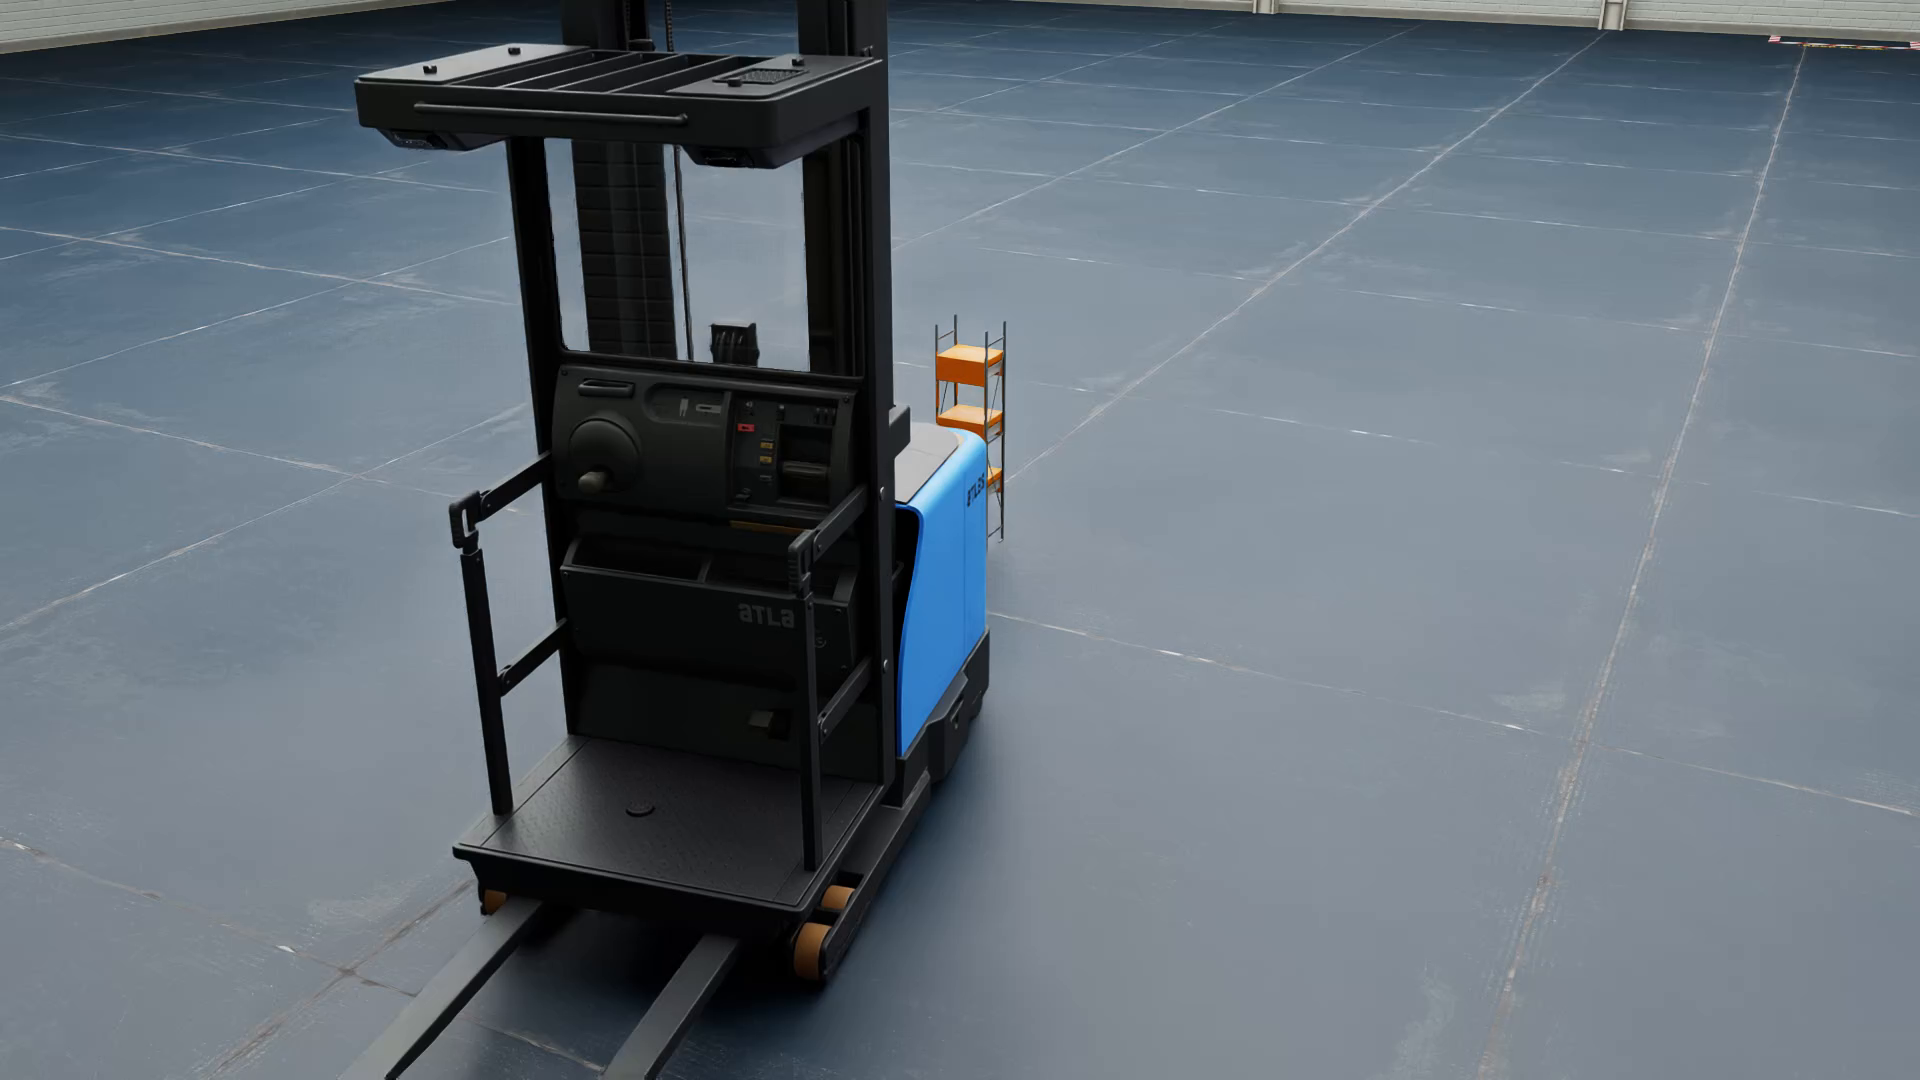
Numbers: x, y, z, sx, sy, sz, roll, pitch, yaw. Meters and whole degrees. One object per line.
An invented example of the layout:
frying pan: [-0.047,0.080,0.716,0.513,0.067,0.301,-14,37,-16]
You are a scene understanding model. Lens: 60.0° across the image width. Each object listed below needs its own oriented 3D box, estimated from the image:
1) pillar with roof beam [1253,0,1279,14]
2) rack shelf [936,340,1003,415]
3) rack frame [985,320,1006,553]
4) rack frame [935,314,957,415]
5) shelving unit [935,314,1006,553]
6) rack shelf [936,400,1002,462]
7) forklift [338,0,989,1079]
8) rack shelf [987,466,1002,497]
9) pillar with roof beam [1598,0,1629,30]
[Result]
pillar with roof beam: [3.655,-12.290,25.149,0.400,9.000,9.100,11,25,25]
rack shelf: [0.048,-0.725,7.415,0.240,0.259,0.215,11,25,25]
rack frame: [0.157,-0.452,7.472,0.008,1.050,0.200,11,25,25]
rack frame: [-0.061,-0.495,7.573,0.008,1.050,0.200,11,25,25]
shelving unit: [0.048,-0.474,7.522,0.252,1.050,0.215,11,25,25]
rack shelf: [0.048,-0.464,7.526,0.240,0.259,0.215,11,25,25]
forklift: [-0.808,-0.257,4.608,1.130,2.935,3.031,7,24,16]
rack shelf: [0.048,-0.208,7.635,0.240,0.259,0.215,11,25,25]
pillar with roof beam: [9.009,-11.230,22.658,0.400,9.000,9.100,11,25,25]
